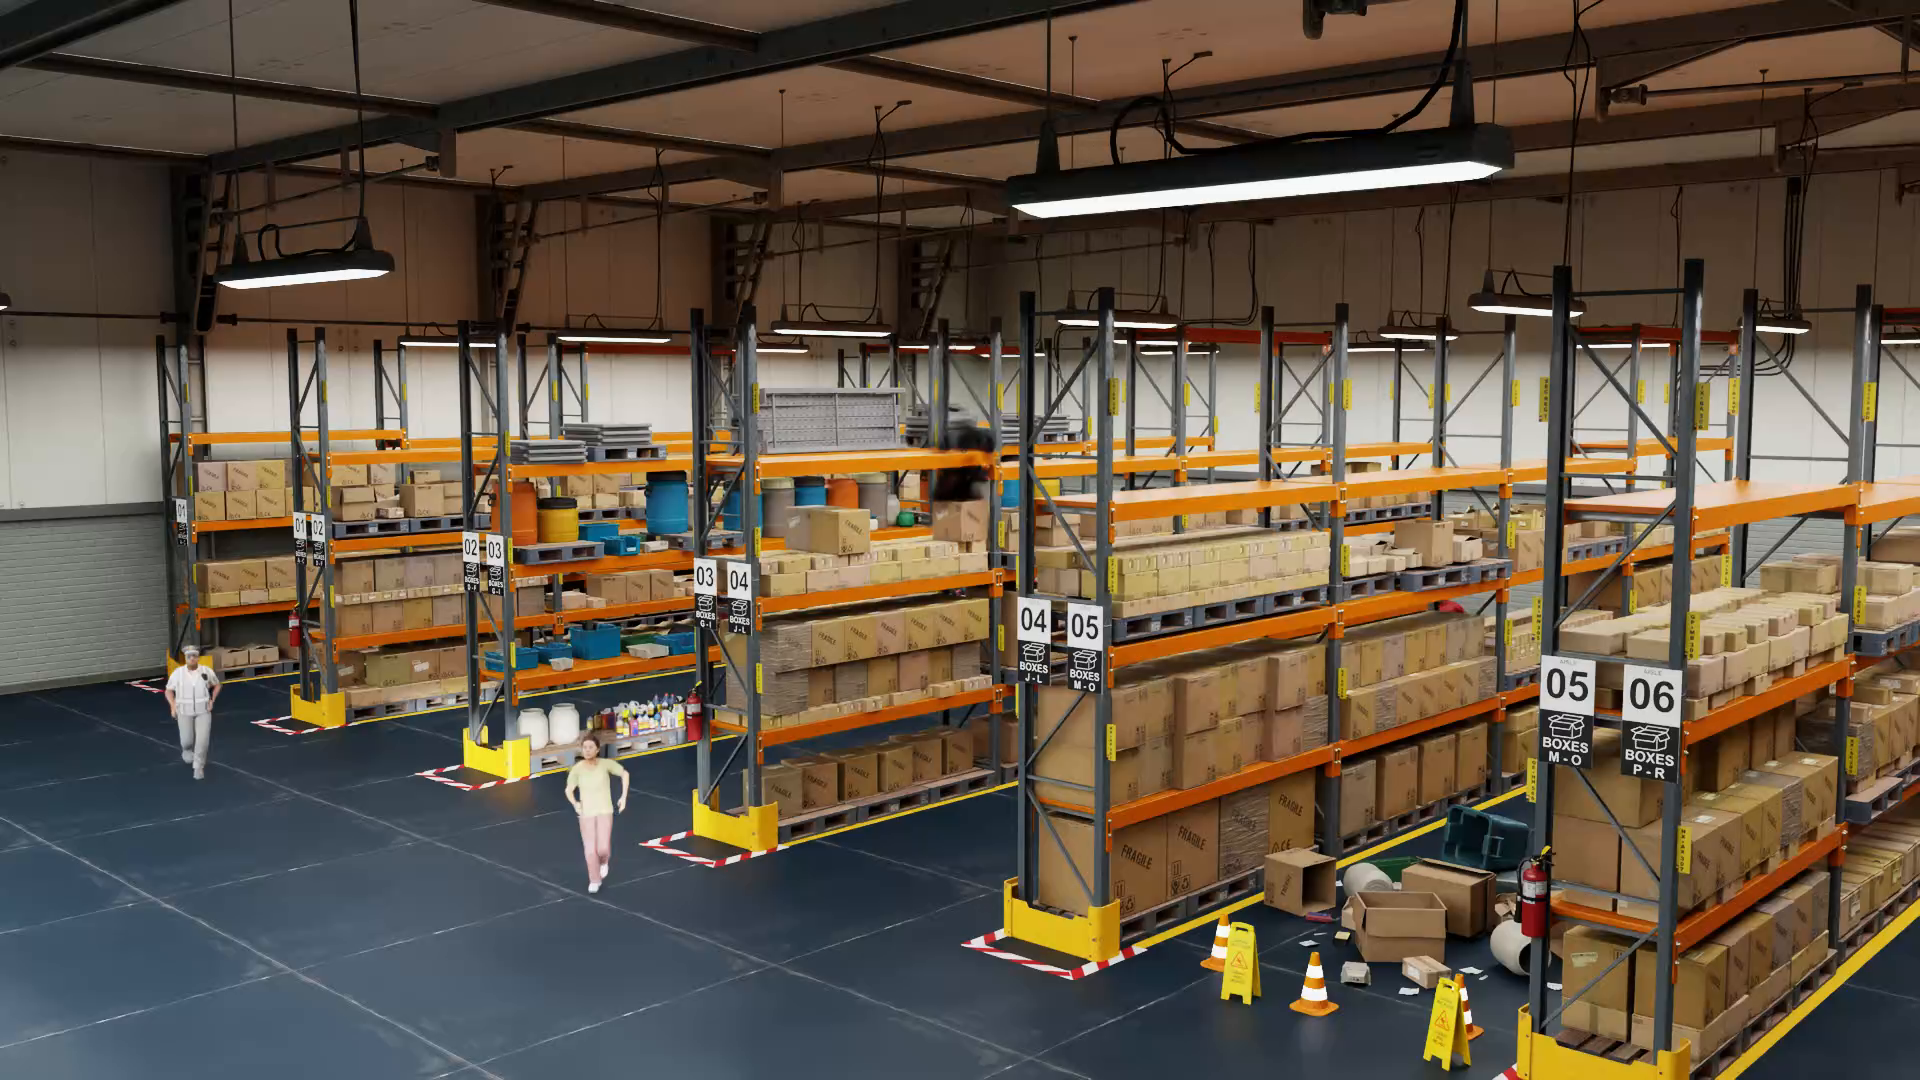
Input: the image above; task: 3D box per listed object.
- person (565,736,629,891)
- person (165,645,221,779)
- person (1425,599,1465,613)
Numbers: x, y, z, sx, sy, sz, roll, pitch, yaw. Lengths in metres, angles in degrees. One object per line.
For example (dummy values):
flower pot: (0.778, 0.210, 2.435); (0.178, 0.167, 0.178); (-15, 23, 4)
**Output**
person: (-3.678, 2.783, 16.802); (0.611, 1.617, 0.611); (0, 5, -2)
person: (-10.122, 2.245, 21.983); (0.669, 1.748, 0.644); (-3, 6, -28)
person: (8.100, 1.664, 27.998); (0.647, 1.770, 0.816); (5, 7, 41)
